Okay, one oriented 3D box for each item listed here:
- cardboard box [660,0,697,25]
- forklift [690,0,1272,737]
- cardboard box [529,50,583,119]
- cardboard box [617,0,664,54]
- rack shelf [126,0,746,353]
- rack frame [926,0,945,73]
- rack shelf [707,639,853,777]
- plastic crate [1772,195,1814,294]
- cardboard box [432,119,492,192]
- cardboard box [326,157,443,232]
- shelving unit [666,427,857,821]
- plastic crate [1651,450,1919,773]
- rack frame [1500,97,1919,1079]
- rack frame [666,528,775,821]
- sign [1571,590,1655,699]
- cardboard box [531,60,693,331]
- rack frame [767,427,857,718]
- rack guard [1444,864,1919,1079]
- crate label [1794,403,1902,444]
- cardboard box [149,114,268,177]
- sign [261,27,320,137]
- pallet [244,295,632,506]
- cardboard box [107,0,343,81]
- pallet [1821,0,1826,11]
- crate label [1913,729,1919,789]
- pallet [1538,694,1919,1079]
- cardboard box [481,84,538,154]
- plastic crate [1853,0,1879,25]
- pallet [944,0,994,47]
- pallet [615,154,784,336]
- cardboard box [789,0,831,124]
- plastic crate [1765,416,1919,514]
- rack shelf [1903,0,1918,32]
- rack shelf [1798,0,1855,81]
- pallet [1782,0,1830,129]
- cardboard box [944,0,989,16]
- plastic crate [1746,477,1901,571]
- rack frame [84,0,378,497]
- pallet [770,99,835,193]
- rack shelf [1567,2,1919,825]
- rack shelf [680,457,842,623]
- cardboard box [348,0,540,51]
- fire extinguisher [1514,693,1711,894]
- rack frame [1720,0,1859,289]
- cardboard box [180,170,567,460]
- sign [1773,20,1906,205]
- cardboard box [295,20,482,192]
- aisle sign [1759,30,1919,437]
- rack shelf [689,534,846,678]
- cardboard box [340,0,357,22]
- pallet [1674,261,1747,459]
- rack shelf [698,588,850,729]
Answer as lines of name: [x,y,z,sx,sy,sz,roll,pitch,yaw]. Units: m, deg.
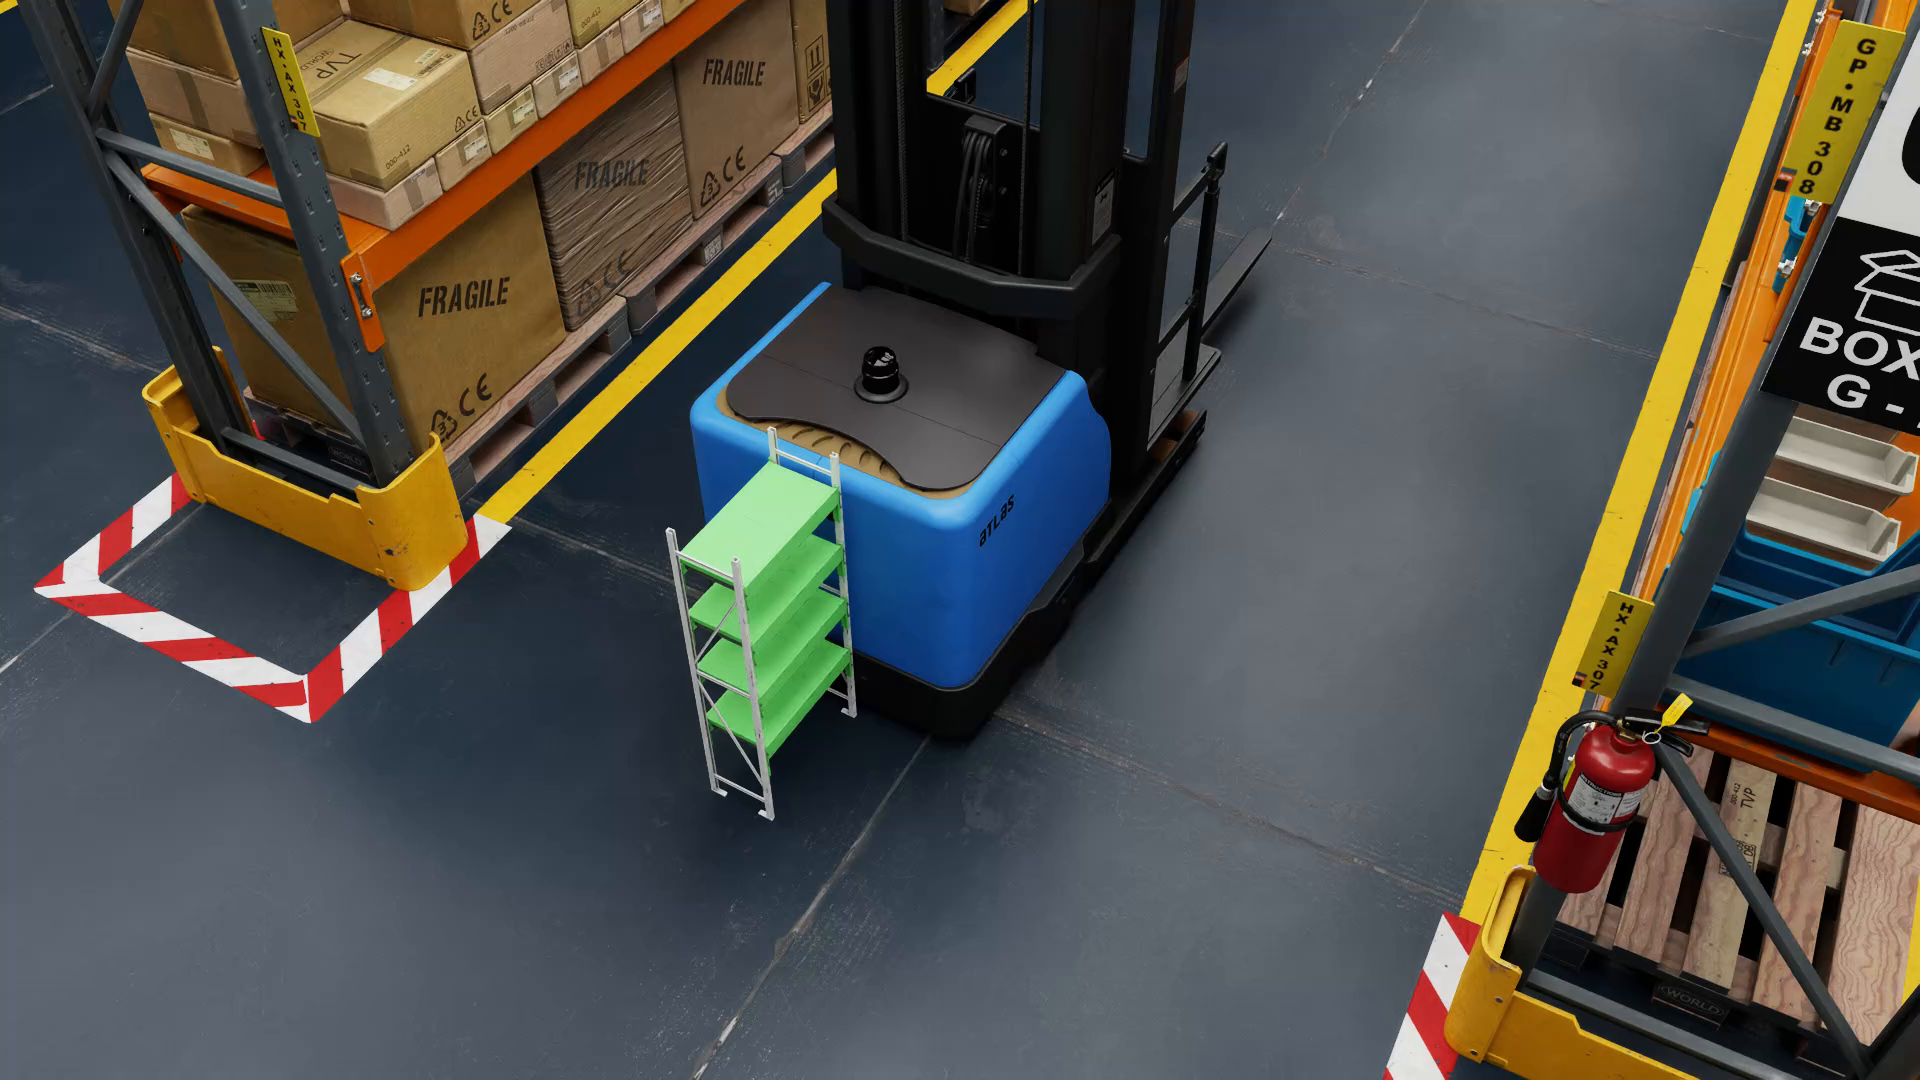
cardboard box: [-1.237,-2.161,6.454,0.380,0.149,0.250,19,48,18]
forklift: [0.316,-1.416,5.589,1.130,2.935,3.031,22,49,21]
cardboard box: [-1.594,-1.680,5.978,0.380,0.149,0.250,20,49,18]
cardboard box: [-1.355,-2.003,6.297,0.380,0.149,0.250,20,49,19]
rack shelf: [-1.479,-2.173,6.794,1.077,0.370,4.000,20,49,19]
rack frame: [-0.550,-3.685,7.783,1.000,3.000,0.127,20,49,19]
rack shelf: [-0.582,0.499,5.340,0.258,0.148,0.480,23,50,21]
plastic crate: [2.706,-0.871,5.077,0.416,0.233,0.300,20,49,19]
cardboard box: [-1.832,-1.354,5.656,0.380,0.149,0.250,20,49,18]
cardboard box: [-1.950,-1.192,5.496,0.380,0.149,0.250,21,49,19]
shelving unit: [-0.582,0.286,5.124,0.258,1.200,0.503,23,50,21]
plastic crate: [1.970,0.164,3.912,0.616,0.435,0.499,20,49,19]
rack frame: [1.980,0.470,3.677,1.000,3.000,0.127,20,49,19]
rack frame: [-0.705,0.435,4.976,0.240,1.200,0.015,23,50,21]
sign: [1.485,0.241,3.788,0.100,0.325,0.005,20,49,19]
cardboard box: [-1.759,-1.569,6.891,0.875,0.875,0.875,20,49,19]
rack frame: [-0.459,0.136,5.272,0.240,1.200,0.015,23,50,21]
rack guard: [1.980,1.368,4.547,1.175,0.500,0.348,20,49,19]
crate label: [2.453,-0.394,4.673,0.396,0.136,0.243,20,49,19]
cardboard box: [-2.534,-1.410,5.712,0.380,0.149,0.250,21,49,20]
sign: [-1.919,-1.311,4.772,0.100,0.325,0.005,20,49,19]
pallet: [-2.105,-0.715,6.808,1.003,0.211,1.213,20,49,19]
cardboard box: [-2.414,-1.875,5.363,0.500,0.500,0.500,21,49,20]
pallet: [5.364,-3.079,9.145,1.003,0.211,1.213,20,49,19]
crate label: [2.386,0.461,3.761,0.416,0.233,0.303,20,49,19]
pallet: [2.397,0.943,5.169,1.003,0.211,1.213,20,49,19]
cardboard box: [-1.714,-1.515,5.815,0.380,0.149,0.250,19,48,18]
plastic crate: [3.200,-1.614,5.649,0.402,0.464,0.583,20,49,19]
pallet: [-0.259,-3.216,9.280,1.003,0.211,1.213,20,49,19]
pallet: [-1.538,-1.481,7.565,1.003,0.211,1.213,20,49,19]
cardboard box: [-0.928,-2.697,8.005,0.875,0.875,0.875,20,49,19]
plastic crate: [2.345,-0.210,4.492,0.396,0.136,0.243,20,49,19]
rack shelf: [2.908,-1.660,4.041,0.919,0.124,3.809,20,49,19]
rack shelf: [4.765,-3.057,7.668,1.077,0.370,4.000,20,49,19]
pallet: [4.797,-2.314,8.388,1.003,0.211,1.213,20,49,19]
cardboard box: [-0.271,-3.496,8.795,1.225,0.875,0.875,21,49,19]
plastic crate: [2.198,-0.032,4.316,0.396,0.136,0.243,20,49,19]
rack frame: [-2.410,-1.167,5.294,0.949,2.616,0.053,20,49,19]
pallet: [-0.973,-2.252,8.327,1.003,0.211,1.213,20,49,19]
rack shelf: [2.908,-0.537,5.178,1.077,0.370,4.000,20,49,19]
rack shelf: [-0.582,-0.007,4.828,0.258,0.148,0.480,23,50,21]
cardboard box: [-1.713,-2.009,5.496,0.500,0.500,0.500,19,48,18]
fire extinguisher: [1.507,0.573,3.891,0.296,0.674,0.183,20,49,19]
rack frame: [3.836,-2.050,6.167,1.000,3.000,0.127,20,49,19]
cardboard box: [-2.181,-0.996,6.324,0.875,0.875,0.875,20,49,19]
sign: [1.485,-0.719,2.817,0.100,0.325,0.005,20,49,19]
cardboard box: [-1.945,-1.431,5.451,0.500,0.250,0.500,19,48,18]
aisle sign: [1.687,-0.495,2.803,0.394,0.787,0.004,20,49,19]
rack shelf: [-0.582,0.162,4.999,0.258,0.148,0.480,23,50,21]
cardboard box: [-2.181,-1.930,5.944,0.500,0.250,0.500,20,49,18]
pallet: [3.530,-0.594,6.689,1.003,0.211,1.213,20,49,19]
rack shelf: [-0.582,0.331,5.170,0.258,0.148,0.480,23,50,21]
